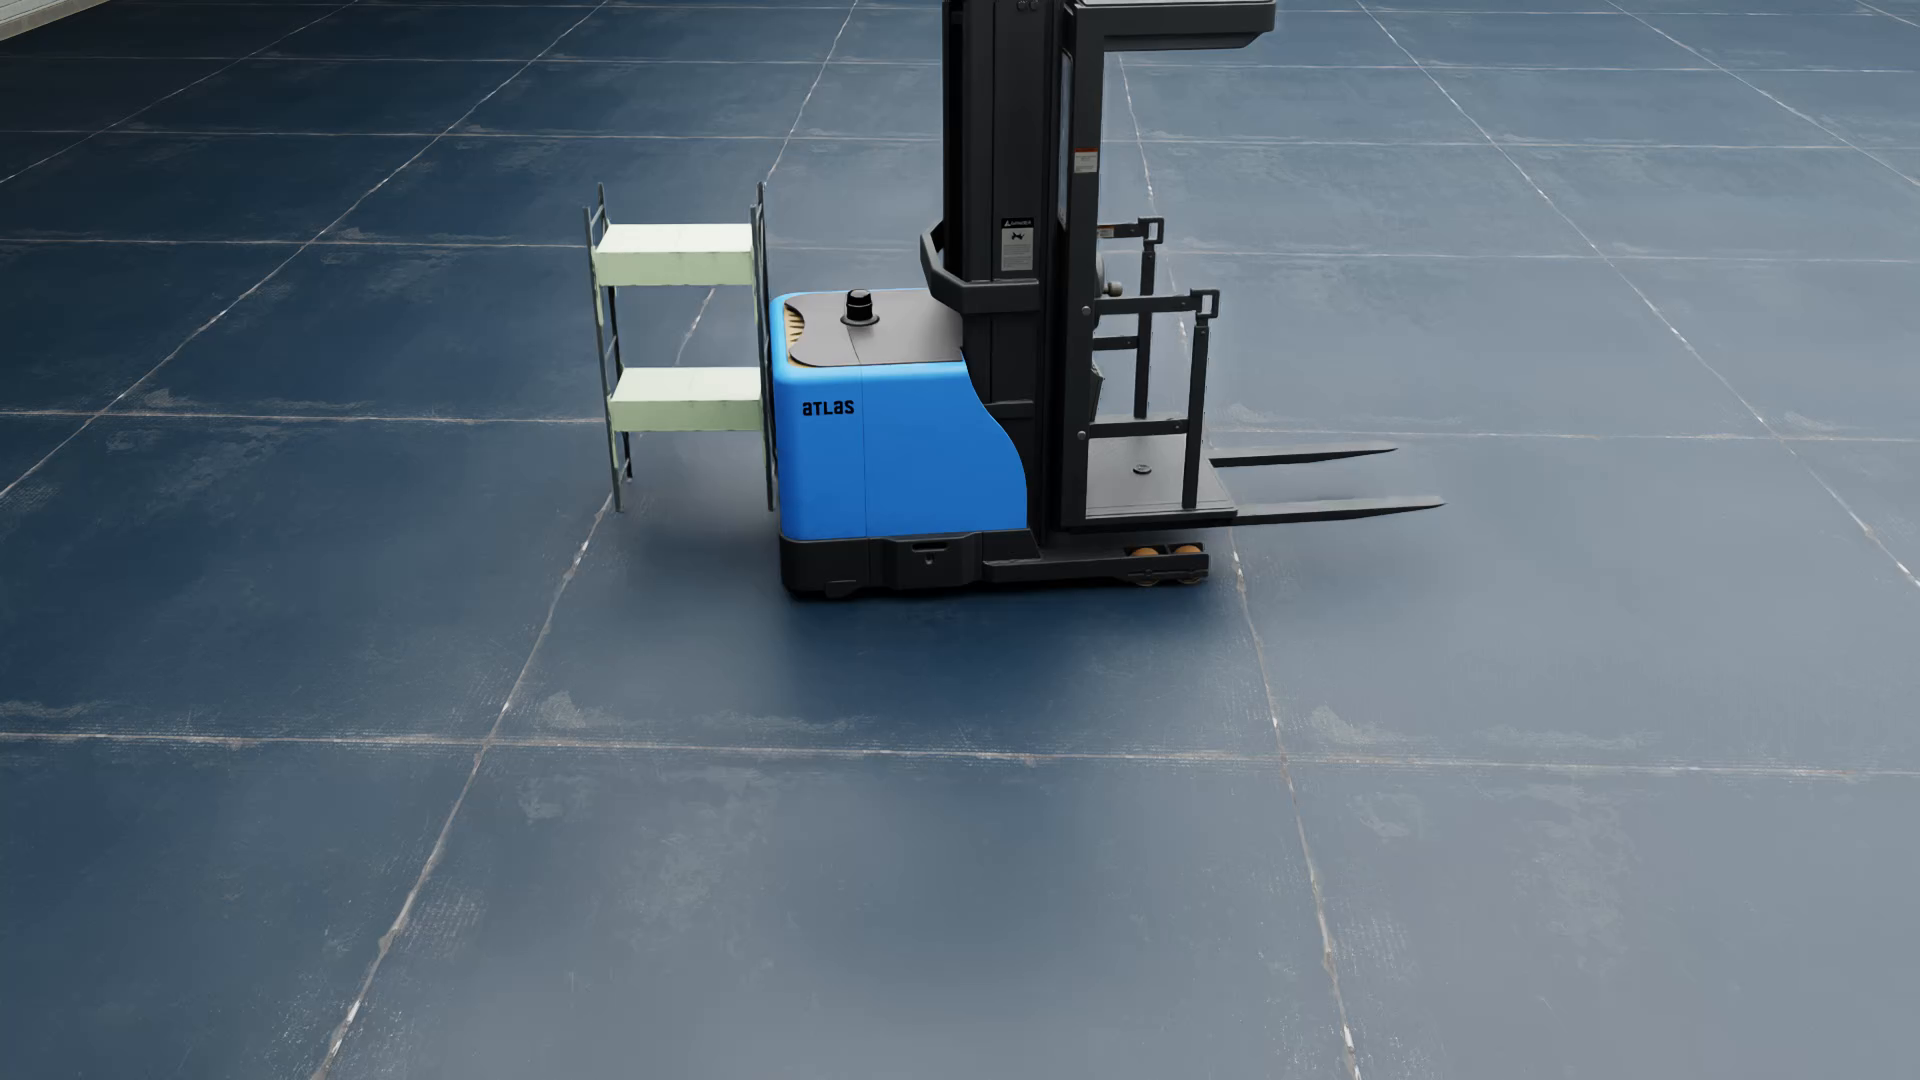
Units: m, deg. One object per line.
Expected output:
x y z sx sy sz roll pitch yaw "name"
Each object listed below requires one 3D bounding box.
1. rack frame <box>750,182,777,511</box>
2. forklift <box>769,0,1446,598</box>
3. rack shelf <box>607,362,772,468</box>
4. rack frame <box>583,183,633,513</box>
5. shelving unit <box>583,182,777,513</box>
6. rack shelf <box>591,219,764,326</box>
-0.916 -0.895 7.836 0.023 1.500 0.400 -1 28 -1 "rack frame"
0.675 -1.333 7.136 3.031 2.935 1.130 -3 28 -6 "forklift"
-1.282 -0.603 7.982 0.720 0.370 0.431 -1 28 -1 "rack shelf"
-1.648 -0.887 7.823 0.023 1.500 0.400 -1 28 -1 "rack frame"
-1.282 -0.891 7.830 0.755 1.500 0.431 -1 28 -1 "shelving unit"
-1.282 -1.236 7.647 0.720 0.370 0.431 -1 28 -1 "rack shelf"
